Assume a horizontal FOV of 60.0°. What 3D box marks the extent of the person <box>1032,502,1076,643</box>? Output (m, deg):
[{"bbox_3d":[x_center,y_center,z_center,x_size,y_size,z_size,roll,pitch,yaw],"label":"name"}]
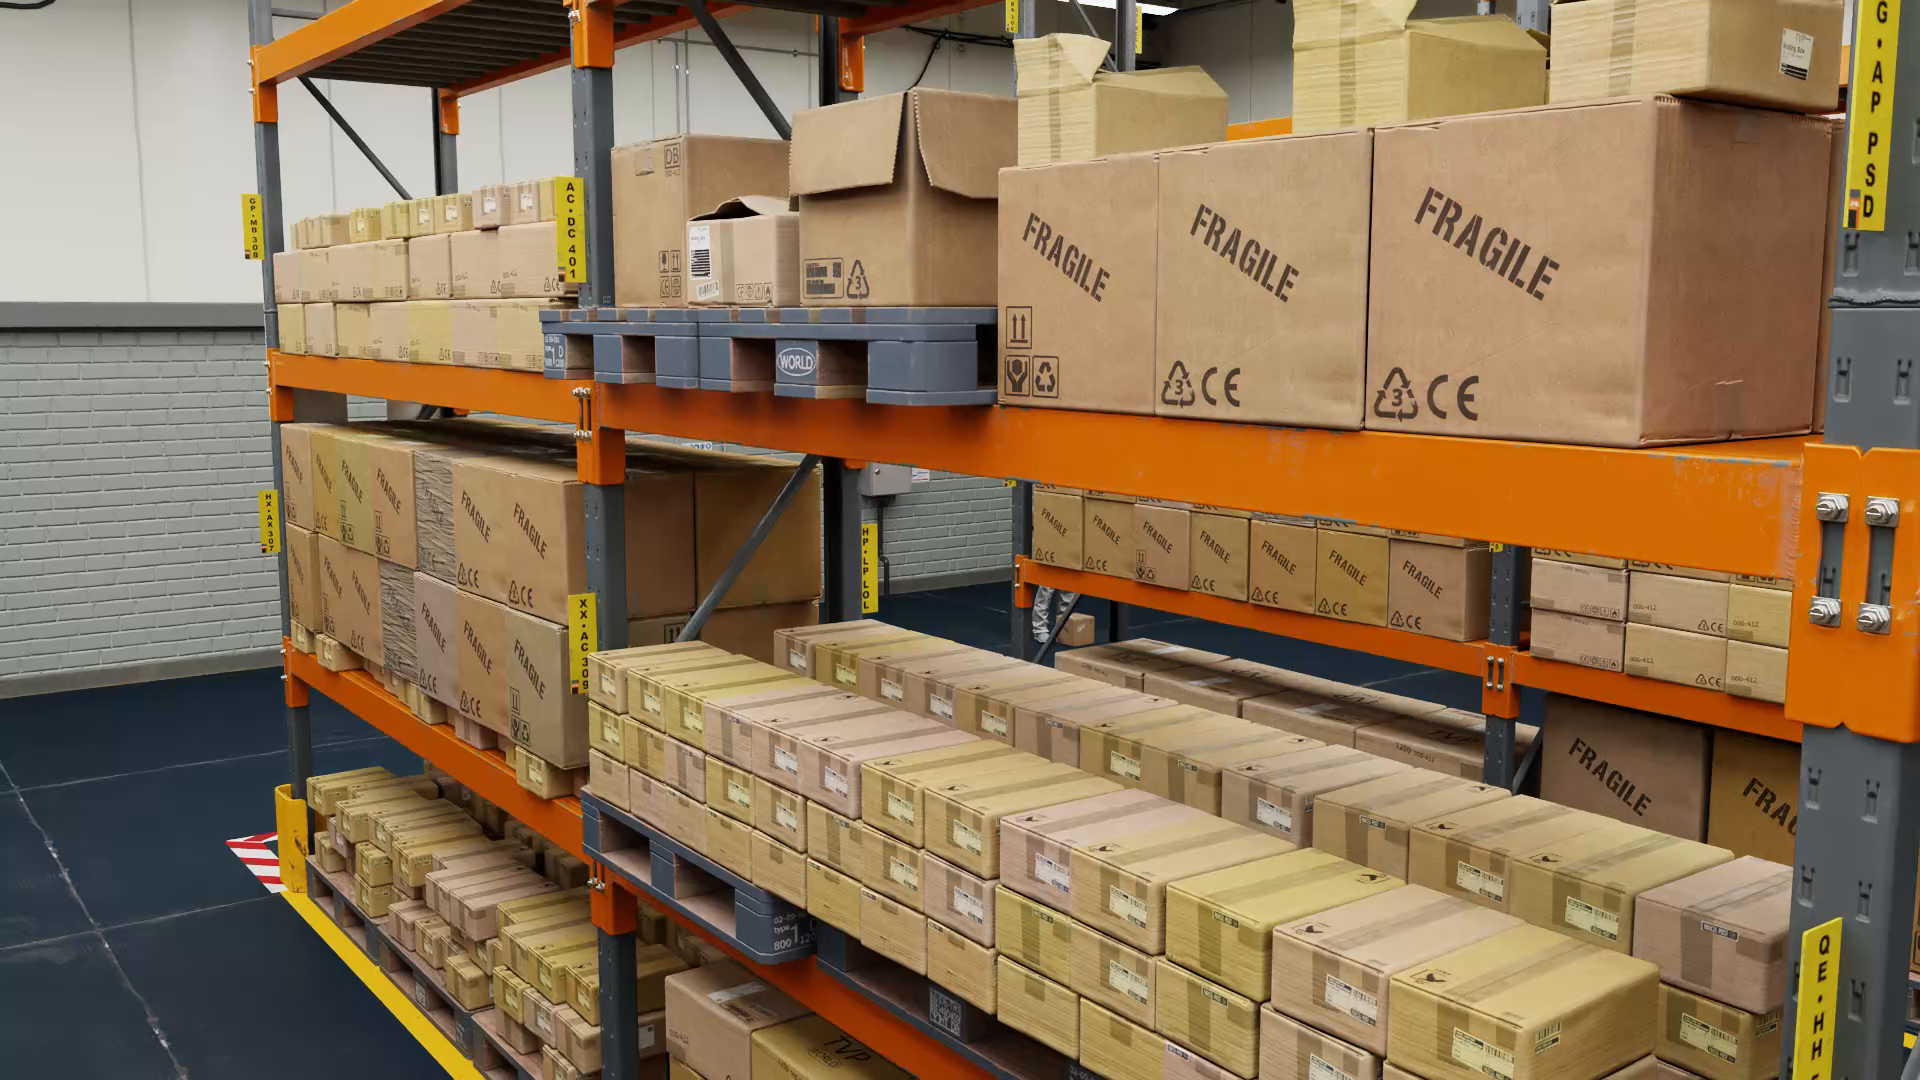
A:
[{"bbox_3d":[0.920,0.049,15.398,0.624,1.774,0.454,-6,10,-37],"label":"person"}]
